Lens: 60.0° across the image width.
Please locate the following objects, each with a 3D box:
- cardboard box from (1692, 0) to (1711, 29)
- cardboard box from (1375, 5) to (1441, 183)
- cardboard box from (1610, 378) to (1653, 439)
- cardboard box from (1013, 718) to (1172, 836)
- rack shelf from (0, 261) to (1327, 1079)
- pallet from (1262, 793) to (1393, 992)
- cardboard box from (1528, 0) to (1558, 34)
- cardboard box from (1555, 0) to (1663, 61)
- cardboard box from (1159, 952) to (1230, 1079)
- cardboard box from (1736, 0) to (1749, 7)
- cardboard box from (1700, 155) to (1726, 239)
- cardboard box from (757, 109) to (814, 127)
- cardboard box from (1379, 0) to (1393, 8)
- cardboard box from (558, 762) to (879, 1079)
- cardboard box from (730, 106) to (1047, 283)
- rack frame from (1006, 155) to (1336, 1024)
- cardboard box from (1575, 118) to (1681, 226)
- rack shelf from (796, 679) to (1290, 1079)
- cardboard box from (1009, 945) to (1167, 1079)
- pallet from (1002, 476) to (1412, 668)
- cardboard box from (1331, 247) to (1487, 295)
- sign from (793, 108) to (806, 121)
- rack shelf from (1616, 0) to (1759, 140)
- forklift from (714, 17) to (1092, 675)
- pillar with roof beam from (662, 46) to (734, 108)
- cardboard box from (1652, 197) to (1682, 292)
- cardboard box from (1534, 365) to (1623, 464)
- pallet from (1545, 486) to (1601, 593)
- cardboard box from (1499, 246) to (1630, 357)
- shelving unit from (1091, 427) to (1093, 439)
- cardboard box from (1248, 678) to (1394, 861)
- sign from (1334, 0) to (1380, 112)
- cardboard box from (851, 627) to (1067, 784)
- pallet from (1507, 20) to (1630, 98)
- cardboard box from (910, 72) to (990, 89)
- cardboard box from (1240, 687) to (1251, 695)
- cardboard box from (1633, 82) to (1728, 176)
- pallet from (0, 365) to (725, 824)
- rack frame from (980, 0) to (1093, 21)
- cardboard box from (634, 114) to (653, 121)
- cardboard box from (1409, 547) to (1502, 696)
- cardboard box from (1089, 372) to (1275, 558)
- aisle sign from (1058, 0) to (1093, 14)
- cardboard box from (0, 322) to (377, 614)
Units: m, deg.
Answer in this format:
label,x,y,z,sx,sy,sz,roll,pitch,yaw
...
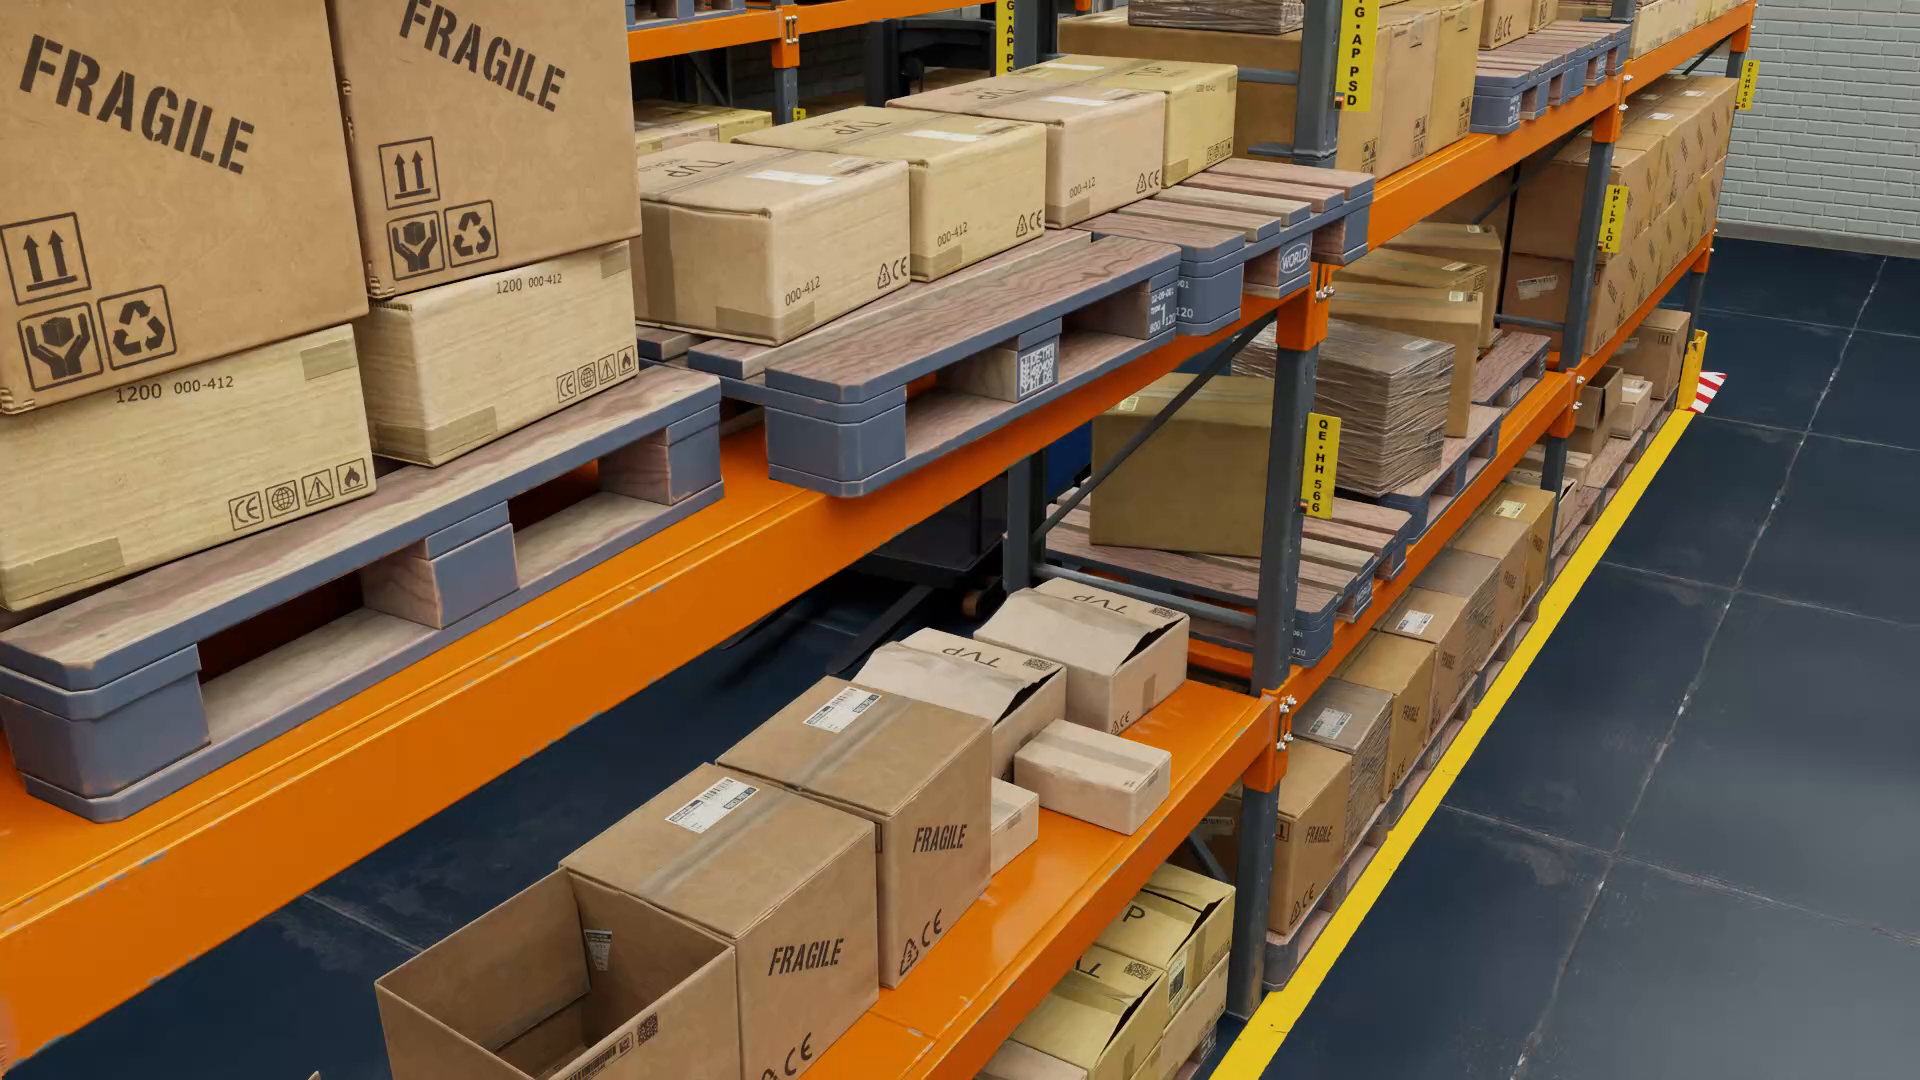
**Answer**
label,x,y,z,sx,sy,sz,roll,pitch,yaw
cardboard box,3.986,-3.082,9.507,0.500,0.250,0.500,14,27,29
cardboard box,1.086,-1.555,5.665,0.910,0.500,0.500,14,27,29
cardboard box,4.232,-0.897,10.953,0.500,0.250,0.500,14,27,29
cardboard box,0.376,0.671,4.741,0.380,0.149,0.250,14,27,29
rack shelf,-0.439,-0.177,3.514,1.077,0.370,4.000,14,27,29
pallet,1.042,1.230,6.644,1.003,0.211,1.213,14,27,29
cardboard box,2.397,-2.663,7.569,0.600,0.600,0.600,11,26,24
cardboard box,3.193,-2.576,8.338,0.500,0.250,0.500,14,27,29
cardboard box,0.546,1.492,5.461,0.500,0.250,0.500,15,27,30
cardboard box,4.789,-3.585,10.669,0.500,0.250,0.500,14,27,29
cardboard box,4.831,-2.344,11.263,0.500,0.500,0.500,15,27,31
cardboard box,-1.185,-2.510,11.395,0.980,0.700,0.700,14,27,30
cardboard box,1.120,-2.005,5.447,0.500,0.500,0.500,14,27,29
cardboard box,-0.533,0.895,3.780,0.500,0.500,0.500,14,27,29
cardboard box,-0.148,-0.770,3.638,0.500,0.250,0.500,13,27,28
rack frame,0.616,0.194,5.526,1.000,3.000,0.127,14,27,29
cardboard box,3.757,-2.109,9.461,0.500,0.500,0.500,13,27,27
rack shelf,-0.439,1.199,4.110,1.077,0.370,4.000,14,27,29
cardboard box,0.280,1.411,4.942,0.500,0.311,0.500,13,27,28
pallet,0.914,0.038,6.127,1.213,0.211,1.003,14,27,29
cardboard box,1.977,-1.036,7.714,0.700,0.500,0.500,19,30,37
sign,-1.018,-2.578,10.571,0.100,0.325,0.005,14,27,29
rack shelf,3.781,-2.878,9.751,1.077,0.370,4.000,14,27,29
forklift,-0.258,-1.118,8.644,1.130,2.935,3.031,10,25,22
pillar with roof beam,1.807,-4.461,8.729,9.100,9.000,0.400,14,27,29
cardboard box,4.026,-1.831,10.077,0.500,0.500,0.500,13,27,28
cardboard box,3.712,-0.848,10.521,0.797,0.503,0.637,14,27,29
pallet,3.089,-0.108,9.734,1.003,0.211,1.213,14,27,29
cardboard box,3.226,-1.317,8.891,0.500,0.500,0.500,15,27,30
shelving unit,0.535,-1.052,10.764,0.538,1.125,1.048,10,25,22
cardboard box,1.370,0.868,6.563,0.500,0.500,0.500,13,27,27
sign,1.083,-1.337,4.537,0.100,0.325,0.005,14,27,29
cardboard box,-0.020,0.496,4.941,0.500,0.311,0.500,14,27,28
pallet,2.322,-2.241,7.612,1.213,0.211,1.003,14,27,29
cardboard box,-0.009,-3.259,13.124,0.980,0.700,0.700,14,27,29
cardboard box,0.910,0.774,6.778,0.500,0.500,0.500,15,28,31
cardboard box,4.569,-2.632,10.671,0.500,0.500,0.500,15,27,30
pallet,-1.040,-0.045,2.544,0.805,0.209,1.217,13,26,27
rack frame,0.625,-3.543,14.159,1.000,3.000,0.127,14,27,29
cardboard box,-2.219,-2.450,10.164,0.500,0.250,0.500,14,27,30
cardboard box,2.176,0.350,7.759,0.500,0.500,0.500,14,27,30
cardboard box,0.852,-0.281,5.969,0.700,0.500,0.500,5,24,11
aisle sign,0.918,-4.697,13.553,0.394,0.787,0.004,14,27,29
cardboard box,-1.161,-0.162,2.234,0.500,0.250,0.500,17,29,34
